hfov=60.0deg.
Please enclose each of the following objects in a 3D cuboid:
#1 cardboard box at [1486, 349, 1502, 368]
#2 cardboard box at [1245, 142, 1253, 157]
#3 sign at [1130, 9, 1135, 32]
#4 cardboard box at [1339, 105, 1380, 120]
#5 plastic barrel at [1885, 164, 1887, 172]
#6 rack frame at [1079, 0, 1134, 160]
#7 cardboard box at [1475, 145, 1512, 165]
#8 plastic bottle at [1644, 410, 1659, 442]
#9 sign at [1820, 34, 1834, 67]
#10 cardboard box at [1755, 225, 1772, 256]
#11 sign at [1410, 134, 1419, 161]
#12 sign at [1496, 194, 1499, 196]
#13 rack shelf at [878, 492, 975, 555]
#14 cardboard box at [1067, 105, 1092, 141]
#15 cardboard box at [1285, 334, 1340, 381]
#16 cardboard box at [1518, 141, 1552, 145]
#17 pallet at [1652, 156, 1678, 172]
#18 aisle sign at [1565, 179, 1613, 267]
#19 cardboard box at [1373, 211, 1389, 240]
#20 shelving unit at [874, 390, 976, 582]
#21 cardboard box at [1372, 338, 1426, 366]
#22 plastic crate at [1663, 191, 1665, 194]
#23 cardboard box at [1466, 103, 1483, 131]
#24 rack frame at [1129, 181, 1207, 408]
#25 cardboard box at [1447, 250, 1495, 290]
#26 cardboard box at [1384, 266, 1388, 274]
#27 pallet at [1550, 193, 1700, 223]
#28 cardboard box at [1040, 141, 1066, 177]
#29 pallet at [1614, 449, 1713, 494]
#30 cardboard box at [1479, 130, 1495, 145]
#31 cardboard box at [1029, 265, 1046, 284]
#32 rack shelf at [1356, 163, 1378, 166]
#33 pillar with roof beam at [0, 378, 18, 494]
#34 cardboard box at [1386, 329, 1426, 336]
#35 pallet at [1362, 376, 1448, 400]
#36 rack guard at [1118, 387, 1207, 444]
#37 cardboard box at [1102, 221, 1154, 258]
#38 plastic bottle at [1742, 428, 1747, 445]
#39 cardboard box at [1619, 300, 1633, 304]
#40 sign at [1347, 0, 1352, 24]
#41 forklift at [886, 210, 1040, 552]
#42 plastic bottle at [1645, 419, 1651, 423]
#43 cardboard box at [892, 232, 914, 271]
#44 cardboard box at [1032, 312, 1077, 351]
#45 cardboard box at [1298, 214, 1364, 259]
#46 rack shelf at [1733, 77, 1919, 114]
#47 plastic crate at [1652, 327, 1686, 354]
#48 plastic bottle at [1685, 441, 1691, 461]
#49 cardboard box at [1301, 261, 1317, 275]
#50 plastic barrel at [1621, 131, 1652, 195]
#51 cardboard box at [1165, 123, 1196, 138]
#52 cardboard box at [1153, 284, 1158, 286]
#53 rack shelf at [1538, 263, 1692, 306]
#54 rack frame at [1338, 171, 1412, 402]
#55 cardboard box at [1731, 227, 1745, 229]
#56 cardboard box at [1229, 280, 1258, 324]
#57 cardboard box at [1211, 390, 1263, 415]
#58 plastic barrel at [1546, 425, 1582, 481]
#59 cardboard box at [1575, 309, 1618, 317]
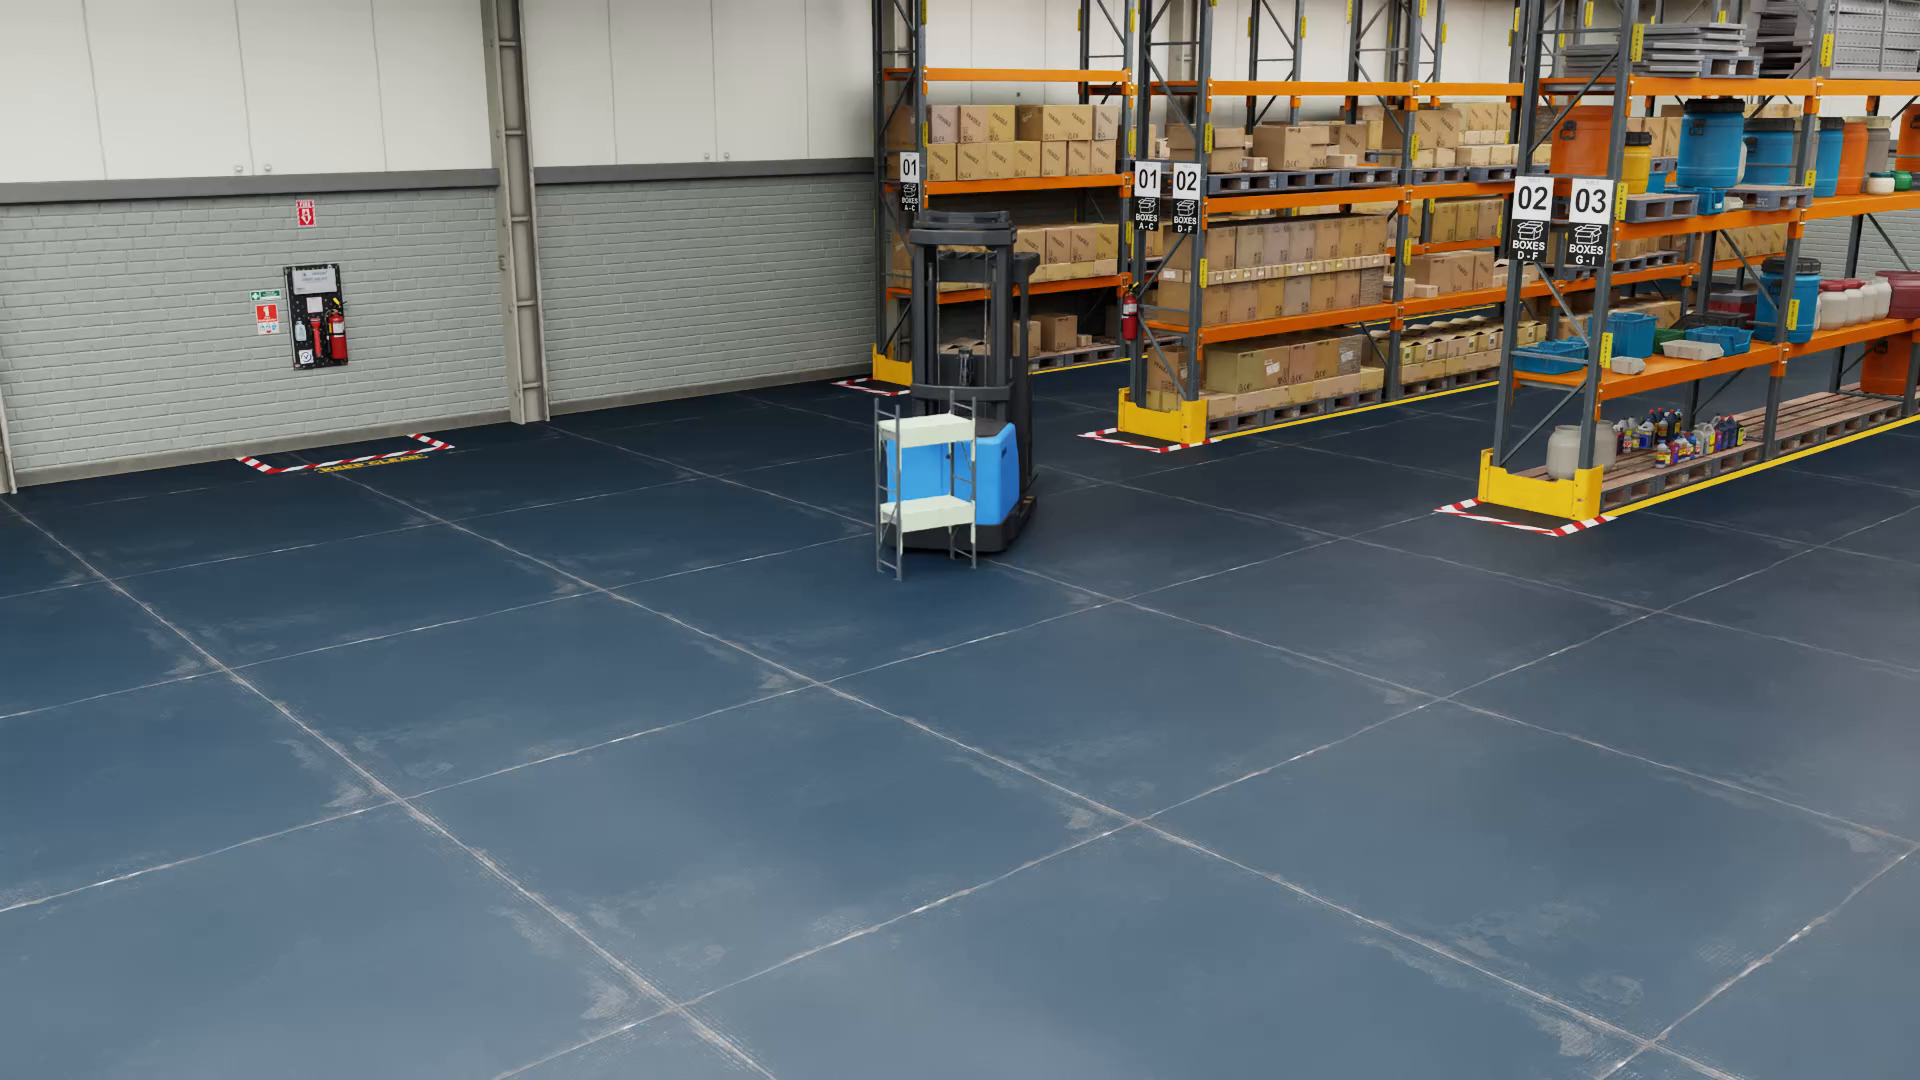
[{"bbox_3d":[7.460,-2.631,23.803,0.500,0.250,0.500,-12,19,-38],"label":"cardboard box"},{"bbox_3d":[3.544,-4.728,20.414,0.500,0.311,0.500,-10,18,-33],"label":"cardboard box"},{"bbox_3d":[2.534,-7.631,24.419,0.005,0.325,0.100,-13,19,-39],"label":"sign"},{"bbox_3d":[7.071,-7.560,29.428,0.500,0.250,0.500,-13,20,-41],"label":"cardboard box"},{"bbox_3d":[11.277,-4.611,20.672,0.421,0.512,0.421,0,15,0],"label":"plastic barrel"},{"bbox_3d":[2.192,-7.251,24.957,0.127,3.000,1.000,-13,19,-39],"label":"rack frame"},{"bbox_3d":[7.336,-5.371,23.209,0.500,0.250,0.500,-13,20,-40],"label":"cardboard box"},{"bbox_3d":[7.672,-1.268,18.466,0.185,0.351,0.144,-14,20,-42],"label":"plastic bottle"},{"bbox_3d":[9.048,-5.112,17.355,0.005,0.325,0.100,-13,19,-39],"label":"sign"},{"bbox_3d":[13.571,-5.169,28.594,0.500,0.500,0.500,-12,19,-39],"label":"cardboard box"},{"bbox_3d":[5.812,-5.018,21.256,0.005,0.325,0.100,-13,19,-39],"label":"sign"},{"bbox_3d":[10.885,-6.951,33.628,0.005,0.325,0.100,-13,19,-39],"label":"sign"},{"bbox_3d":[-0.289,-0.149,14.165,0.720,0.370,0.431,-9,17,-30],"label":"rack shelf"},{"bbox_3d":[1.583,-6.109,24.327,0.500,0.500,0.500,-11,19,-36],"label":"cardboard box"},{"bbox_3d":[4.481,-2.336,21.245,0.500,0.500,0.500,-13,19,-39],"label":"cardboard box"},{"bbox_3d":[8.771,-5.644,24.561,0.500,0.500,0.910,-13,19,-39],"label":"cardboard box"},{"bbox_3d":[10.944,-6.005,26.471,1.003,0.211,1.213,-13,19,-39],"label":"pallet"},{"bbox_3d":[5.816,-2.933,15.379,0.004,0.787,0.394,-13,19,-39],"label":"aisle sign"},{"bbox_3d":[7.281,-5.610,29.631,0.500,0.500,0.500,-13,19,-39],"label":"cardboard box"},{"bbox_3d":[-0.289,-0.464,14.081,0.755,1.500,0.431,-9,17,-30],"label":"shelving unit"},{"bbox_3d":[5.922,-2.555,22.432,0.500,0.311,0.500,-13,19,-39],"label":"cardboard box"},{"bbox_3d":[7.326,-3.556,17.349,0.450,0.188,0.336,-13,19,-39],"label":"plastic crate"},{"bbox_3d":[9.333,-7.852,30.851,0.500,0.500,0.500,-13,20,-40],"label":"cardboard box"},{"bbox_3d":[2.429,-2.711,19.586,0.127,3.000,1.000,-13,19,-39],"label":"rack frame"},{"bbox_3d":[7.209,-3.827,23.571,0.500,0.500,0.500,-14,20,-42],"label":"cardboard box"},{"bbox_3d":[7.154,-4.585,29.955,0.750,0.750,0.750,-12,19,-38],"label":"cardboard box"},{"bbox_3d":[6.366,-3.225,16.064,1.213,0.211,1.003,-13,19,-39],"label":"pallet"},{"bbox_3d":[1.190,-5.541,24.138,0.500,0.500,0.500,-14,20,-41],"label":"cardboard box"},{"bbox_3d":[7.241,-0.763,17.697,1.213,0.211,1.003,-13,19,-39],"label":"pallet"},{"bbox_3d":[9.697,-7.573,31.260,0.500,0.250,0.500,-13,20,-41],"label":"cardboard box"},{"bbox_3d":[0.904,-3.894,24.267,0.500,0.250,0.500,-12,19,-39],"label":"cardboard box"},{"bbox_3d":[6.718,-6.470,29.242,4.000,0.370,1.077,-13,19,-39],"label":"rack shelf"},{"bbox_3d":[-7.092,-3.989,12.746,0.400,9.000,9.100,-13,19,-39],"label":"pillar with roof beam"},{"bbox_3d":[6.330,-2.832,23.466,0.500,0.311,0.500,-13,20,-40],"label":"cardboard box"},{"bbox_3d":[5.977,-2.174,22.979,1.213,0.211,1.003,-13,19,-39],"label":"pallet"},{"bbox_3d":[2.411,-1.499,19.894,0.348,0.500,1.175,-13,19,-39],"label":"rack guard"},{"bbox_3d":[2.598,-4.693,25.959,0.500,0.500,0.700,-13,19,-39],"label":"cardboard box"},{"bbox_3d":[8.626,-1.162,18.358,0.097,0.201,0.097,0,15,0],"label":"plastic bottle"},{"bbox_3d":[10.562,-3.622,26.987,0.500,0.500,0.500,-12,19,-39],"label":"cardboard box"},{"bbox_3d":[5.082,-6.880,21.606,0.005,0.325,0.100,-13,19,-39],"label":"sign"},{"bbox_3d":[0.142,-1.647,15.736,1.130,2.935,3.031,3,15,11],"label":"forklift"},{"bbox_3d":[7.585,-1.198,18.356,0.097,0.271,0.097,0,15,0],"label":"plastic bottle"},{"bbox_3d":[-0.609,-4.095,23.568,0.500,0.500,0.500,-13,20,-40],"label":"cardboard box"},{"bbox_3d":[1.435,-3.174,25.310,0.500,0.500,0.500,14,21,43],"label":"cardboard box"},{"bbox_3d":[4.736,-3.901,21.335,0.500,0.500,0.700,-13,20,-39],"label":"cardboard box"},{"bbox_3d":[10.204,-5.120,19.149,4.000,0.370,1.077,-13,19,-39],"label":"rack shelf"},{"bbox_3d":[7.486,-2.146,17.883,0.662,0.188,0.450,-13,19,-39],"label":"plastic crate"},{"bbox_3d":[7.659,-0.945,17.545,0.097,0.201,0.097,0,15,0],"label":"plastic bottle"},{"bbox_3d":[4.225,-3.402,20.723,0.250,0.149,0.380,-12,19,-38],"label":"cardboard box"},{"bbox_3d":[6.455,-3.707,16.324,0.600,0.588,0.600,0,15,0],"label":"plastic barrel"},{"bbox_3d":[3.587,-6.339,26.348,0.500,0.500,0.500,-14,20,-41],"label":"cardboard box"},{"bbox_3d":[3.456,-4.011,26.994,0.500,0.250,0.500,-13,20,-41],"label":"cardboard box"},{"bbox_3d":[9.973,-4.057,26.021,4.000,0.370,1.077,-13,19,-39],"label":"rack shelf"},{"bbox_3d":[5.447,-3.388,22.123,0.127,3.000,1.000,-13,19,-39],"label":"rack frame"},{"bbox_3d":[12.799,-5.475,27.802,0.500,0.500,0.500,-13,20,-41],"label":"cardboard box"},{"bbox_3d":[3.183,-2.926,20.197,0.500,0.500,0.700,-12,19,-38],"label":"cardboard box"},{"bbox_3d":[3.355,-1.718,20.385,0.500,0.250,0.500,-13,19,-39],"label":"cardboard box"},{"bbox_3d":[6.124,-0.873,16.714,0.421,0.512,0.421,0,15,0],"label":"plastic barrel"},{"bbox_3d":[9.768,-3.266,25.657,0.500,0.500,0.500,-13,20,-40],"label":"cardboard box"}]
